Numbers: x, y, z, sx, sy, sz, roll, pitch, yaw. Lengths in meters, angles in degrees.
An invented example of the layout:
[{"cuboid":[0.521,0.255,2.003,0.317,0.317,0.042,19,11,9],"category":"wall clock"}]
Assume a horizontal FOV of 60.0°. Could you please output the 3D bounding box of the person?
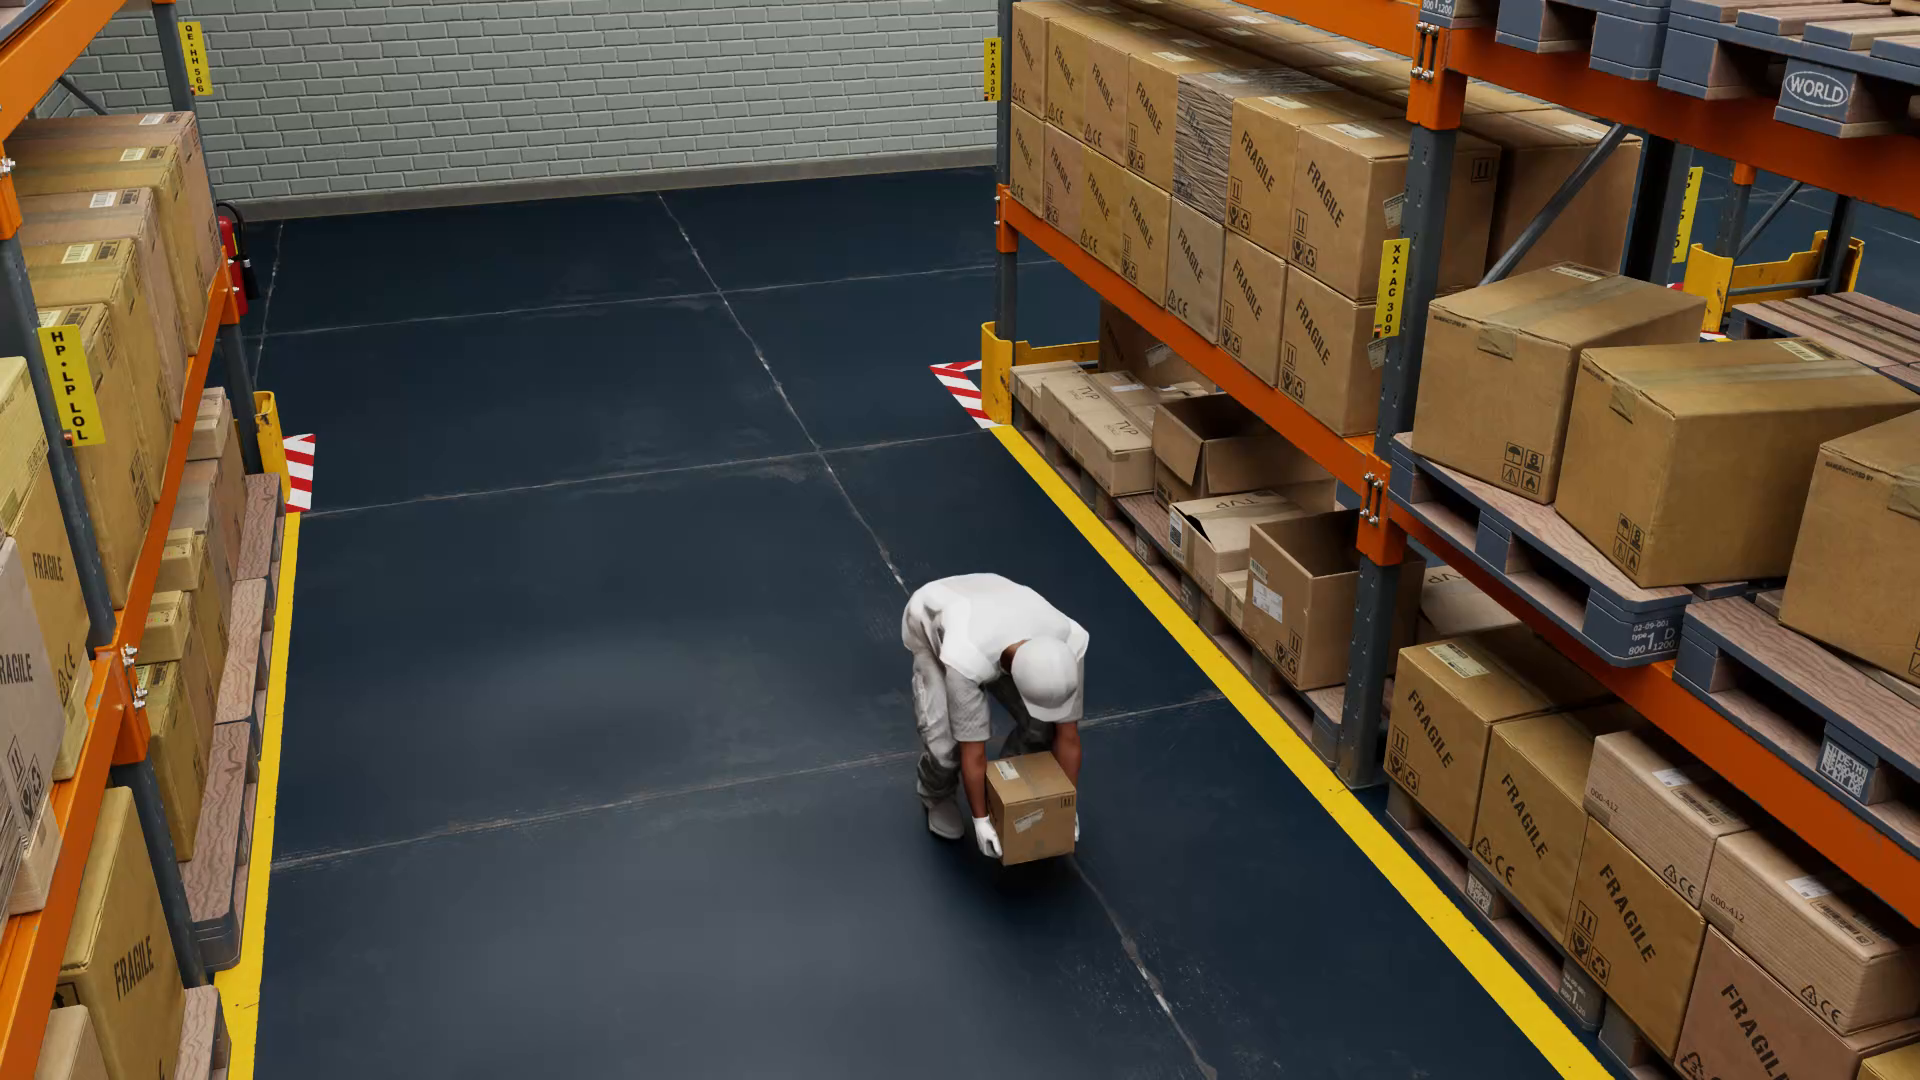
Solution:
[{"cuboid":[0.135,0.611,5.731,0.548,1.002,0.972,-9,28,-18],"category":"person"}]
